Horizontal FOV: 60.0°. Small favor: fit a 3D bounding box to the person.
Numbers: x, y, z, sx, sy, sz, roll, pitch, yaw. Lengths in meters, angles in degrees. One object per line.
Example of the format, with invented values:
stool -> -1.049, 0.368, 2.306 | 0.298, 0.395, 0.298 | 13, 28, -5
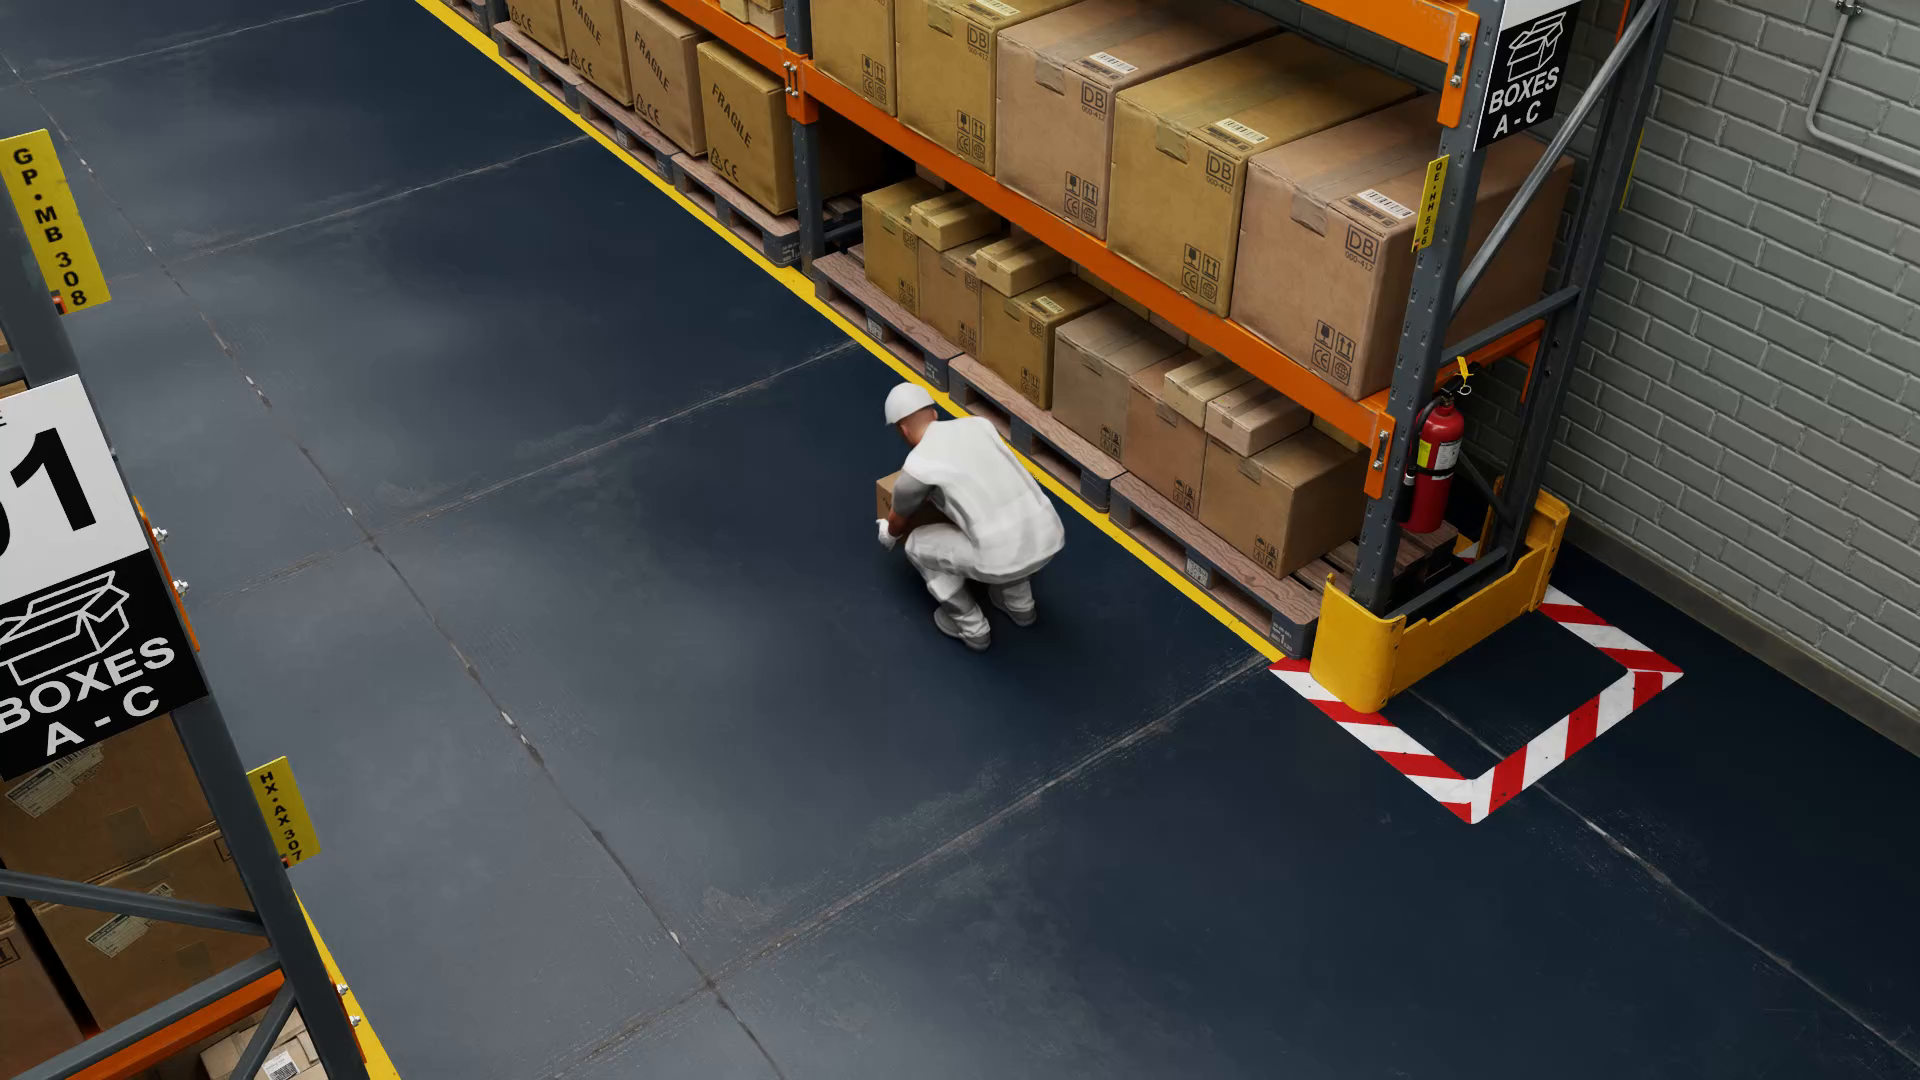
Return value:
person -> 0.028, -0.104, 6.888 | 0.526, 0.993, 0.907 | -27, 47, -29
